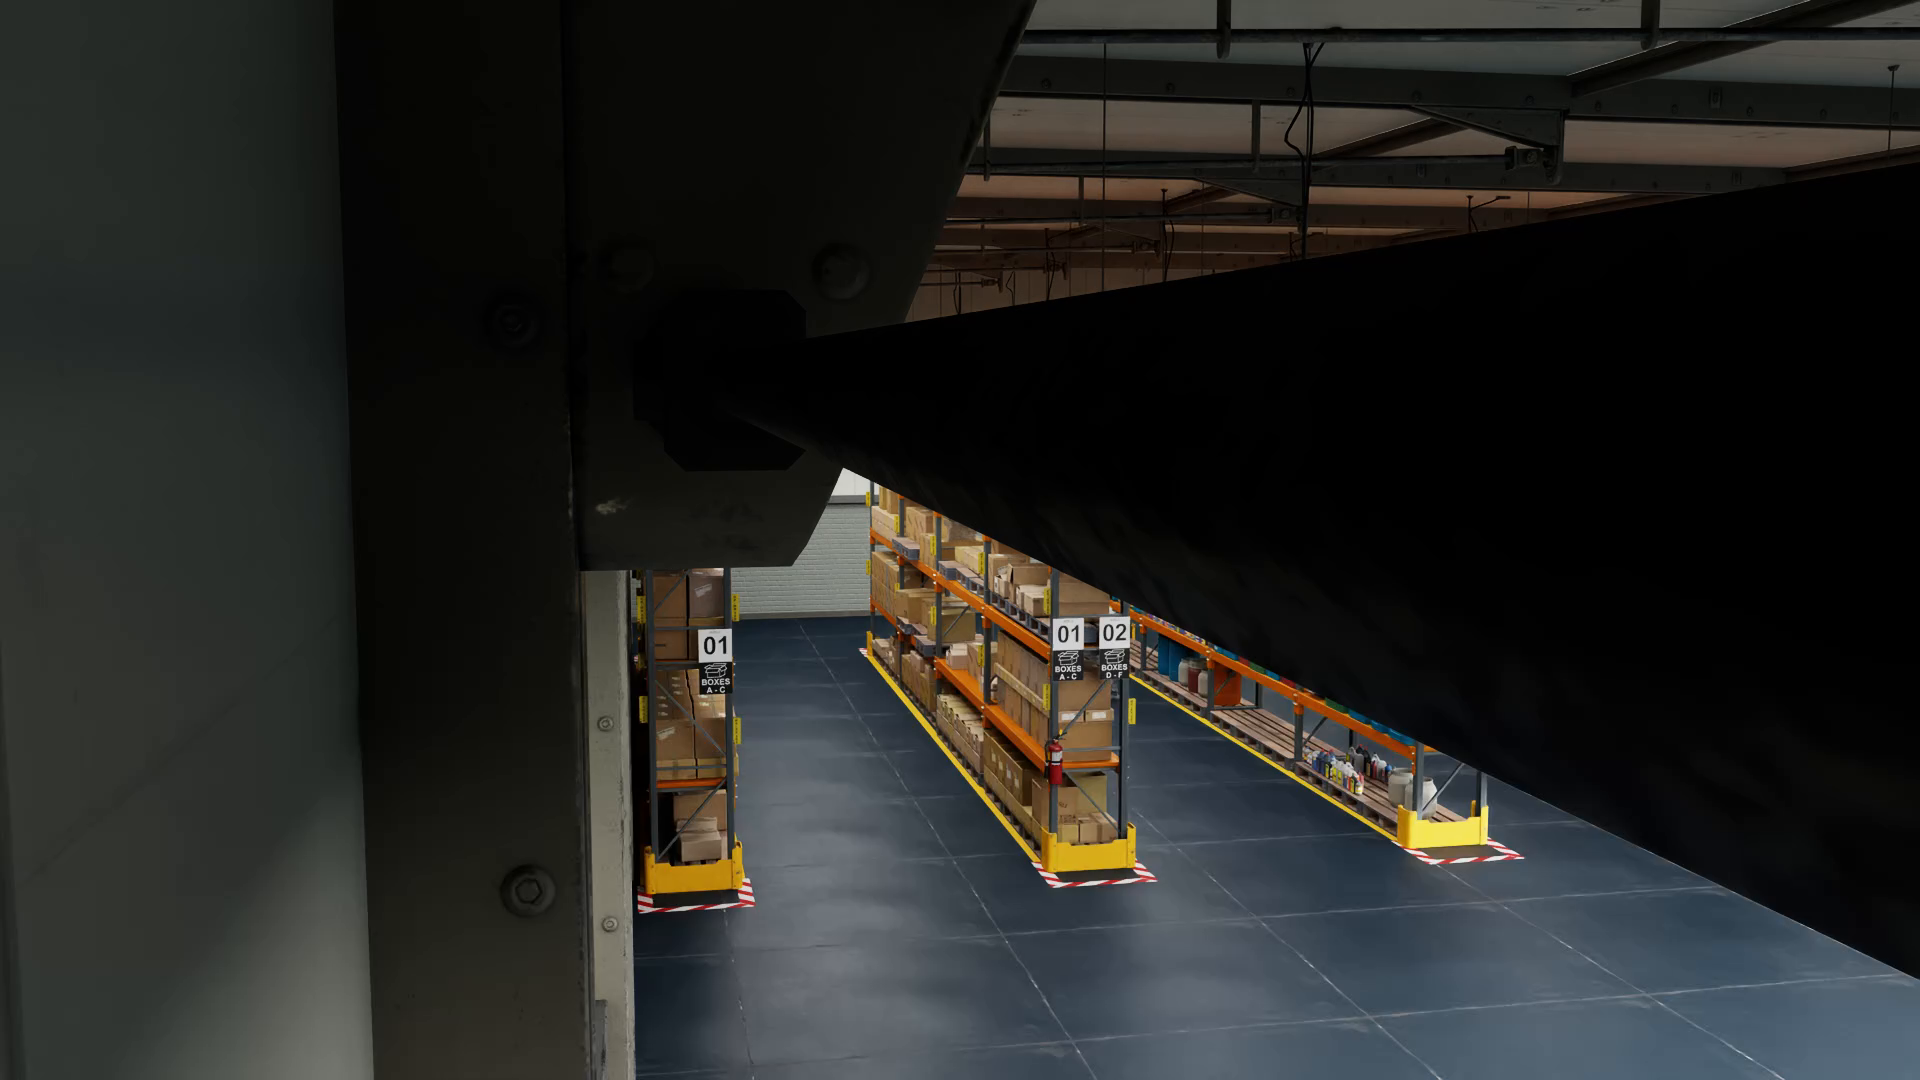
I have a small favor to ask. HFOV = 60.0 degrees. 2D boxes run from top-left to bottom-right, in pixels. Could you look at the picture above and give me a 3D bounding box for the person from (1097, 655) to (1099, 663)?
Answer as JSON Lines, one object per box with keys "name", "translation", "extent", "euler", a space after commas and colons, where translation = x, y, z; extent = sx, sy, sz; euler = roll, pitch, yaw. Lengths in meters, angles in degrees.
{"name": "person", "translation": [2.738, 2.093, 32.074], "extent": [0.404, 1.782, 0.545], "euler": [-1, 6, -7]}
